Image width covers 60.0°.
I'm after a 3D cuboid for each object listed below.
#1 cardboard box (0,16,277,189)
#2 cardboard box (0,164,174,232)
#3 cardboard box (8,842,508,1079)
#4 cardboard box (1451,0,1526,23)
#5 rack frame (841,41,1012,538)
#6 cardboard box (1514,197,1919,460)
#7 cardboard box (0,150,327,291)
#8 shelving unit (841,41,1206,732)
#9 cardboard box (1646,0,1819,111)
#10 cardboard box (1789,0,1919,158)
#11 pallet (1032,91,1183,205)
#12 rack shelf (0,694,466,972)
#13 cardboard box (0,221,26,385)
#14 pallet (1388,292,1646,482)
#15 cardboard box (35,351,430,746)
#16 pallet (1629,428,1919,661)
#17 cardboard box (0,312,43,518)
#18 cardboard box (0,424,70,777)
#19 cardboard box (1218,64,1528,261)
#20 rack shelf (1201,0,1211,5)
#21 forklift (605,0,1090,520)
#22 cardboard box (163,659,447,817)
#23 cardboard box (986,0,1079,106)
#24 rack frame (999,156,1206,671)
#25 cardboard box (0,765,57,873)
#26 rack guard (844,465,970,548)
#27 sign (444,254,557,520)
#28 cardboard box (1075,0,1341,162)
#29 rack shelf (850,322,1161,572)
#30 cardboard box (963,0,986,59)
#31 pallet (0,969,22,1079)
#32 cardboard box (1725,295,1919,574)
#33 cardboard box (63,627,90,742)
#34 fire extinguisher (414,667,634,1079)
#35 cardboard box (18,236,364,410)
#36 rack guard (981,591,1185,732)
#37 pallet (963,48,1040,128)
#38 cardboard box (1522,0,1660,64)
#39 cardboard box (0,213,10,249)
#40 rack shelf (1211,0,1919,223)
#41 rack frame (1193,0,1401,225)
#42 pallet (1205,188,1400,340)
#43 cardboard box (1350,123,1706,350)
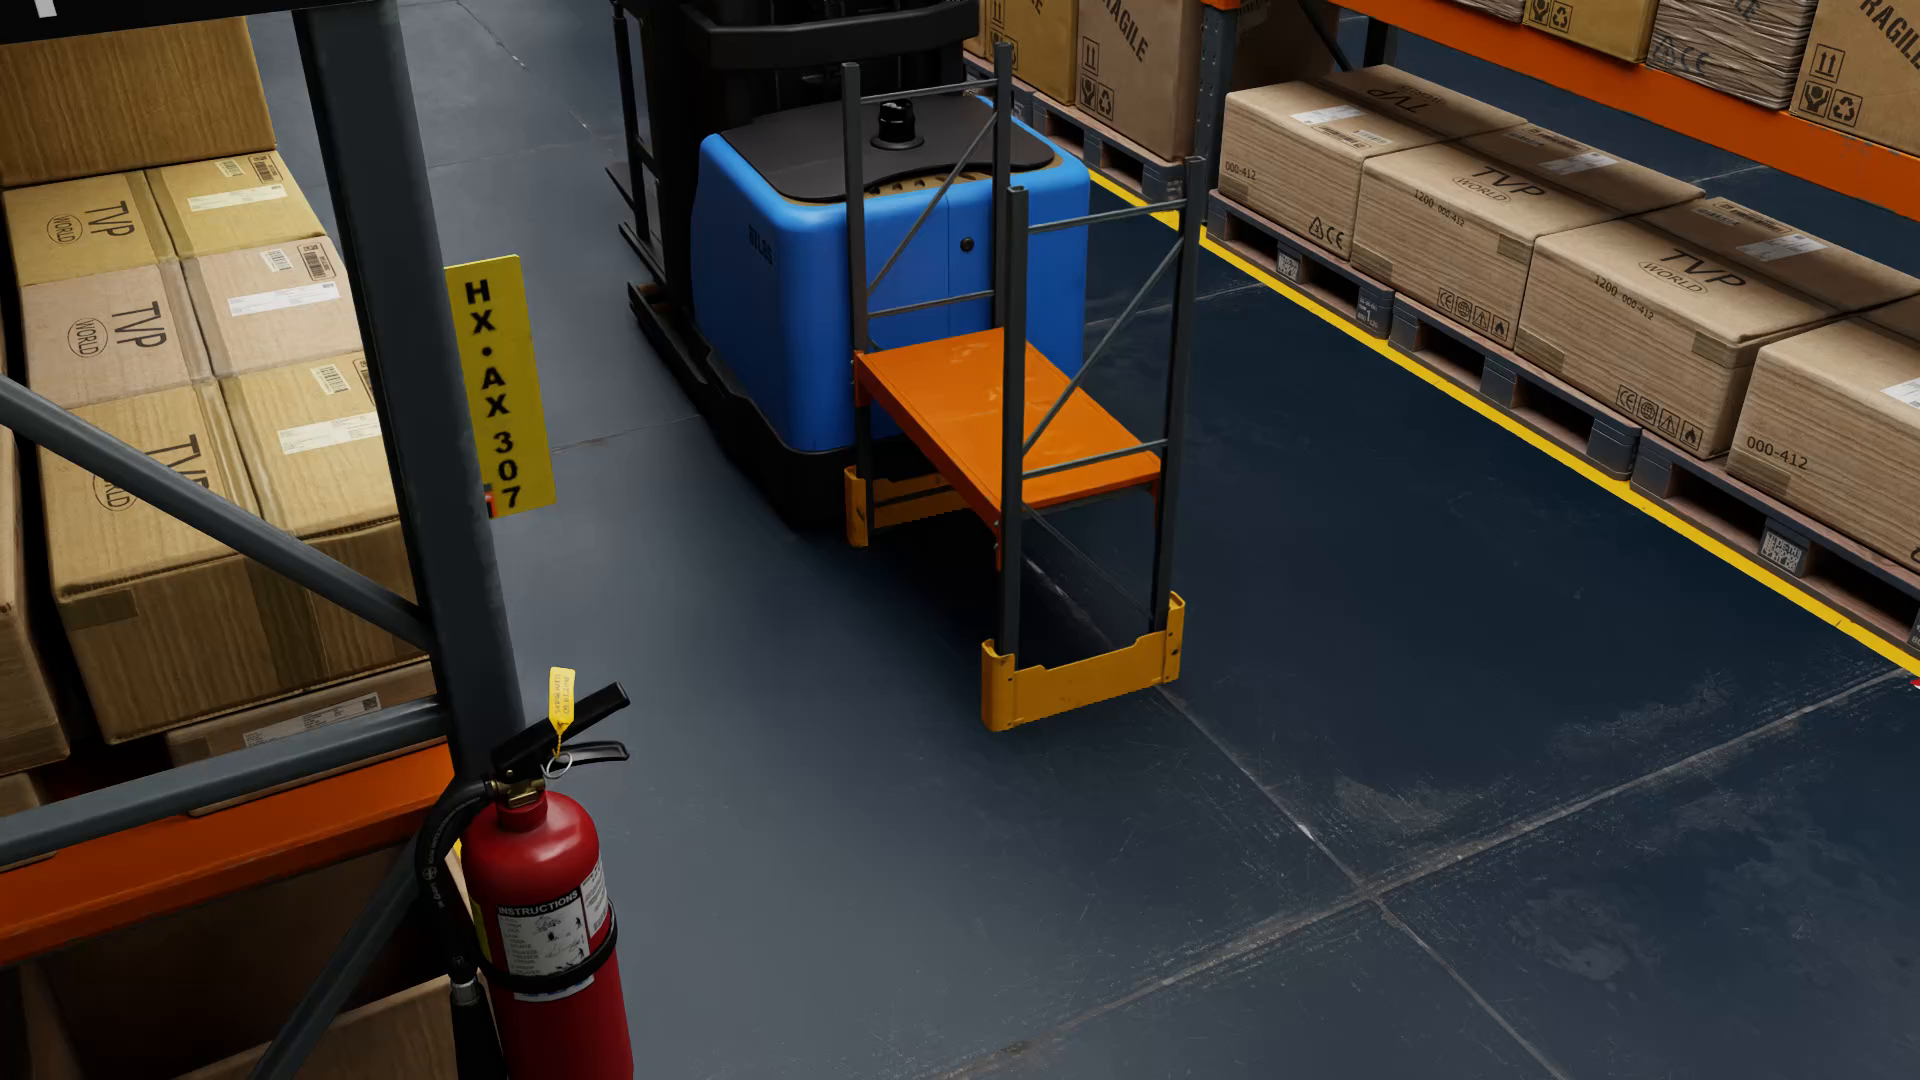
[{"bbox_3d":[-1.692,-1.048,3.273,0.500,0.500,0.500,-15,36,-22],"label":"cardboard box"},{"bbox_3d":[-1.724,-0.737,3.482,0.500,0.250,0.500,-17,36,-24],"label":"cardboard box"},{"bbox_3d":[-1.221,0.889,3.007,0.797,0.503,0.637,-17,37,-25],"label":"cardboard box"},{"bbox_3d":[1.950,-2.101,5.656,0.500,0.500,0.500,-16,36,-23],"label":"cardboard box"},{"bbox_3d":[-0.087,-0.697,4.948,0.500,1.500,0.032,-14,35,-20],"label":"rack frame"},{"bbox_3d":[2.540,-0.743,5.614,0.875,0.438,0.875,-15,36,-22],"label":"cardboard box"},{"bbox_3d":[-1.467,-0.498,3.110,0.500,0.250,0.500,-17,36,-24],"label":"cardboard box"},{"bbox_3d":[0.128,-0.443,4.552,0.587,1.500,1.083,-14,35,-20],"label":"shelving unit"},{"bbox_3d":[2.442,-1.612,4.893,0.500,0.500,0.500,-15,36,-22],"label":"cardboard box"},{"bbox_3d":[2.690,-1.369,4.514,0.500,0.500,0.500,-17,36,-24],"label":"cardboard box"},{"bbox_3d":[1.079,-2.004,8.183,1.003,0.211,1.213,-16,36,-23],"label":"pallet"},{"bbox_3d":[-1.952,-0.321,3.638,1.077,0.370,4.000,-16,36,-23],"label":"rack shelf"},{"bbox_3d":[-1.935,-0.369,2.908,0.500,0.250,0.500,-15,35,-22],"label":"cardboard box"},{"bbox_3d":[2.363,-0.689,6.130,1.003,0.211,1.213,-16,36,-23],"label":"pallet"},{"bbox_3d":[-0.992,-0.016,2.358,0.500,0.250,0.500,-16,36,-23],"label":"cardboard box"},{"bbox_3d":[2.928,-0.108,5.223,1.003,0.211,1.213,-16,36,-23],"label":"pallet"},{"bbox_3d":[-1.708,-0.131,2.537,0.500,0.250,0.500,-16,36,-23],"label":"cardboard box"},{"bbox_3d":[-1.468,0.115,2.153,0.500,0.250,0.500,-15,36,-22],"label":"cardboard box"},{"bbox_3d":[1.703,-1.600,6.953,0.875,0.438,0.875,-16,36,-24],"label":"cardboard box"},{"bbox_3d":[0.573,-3.481,8.569,1.077,0.370,4.000,-16,36,-23],"label":"rack shelf"},{"bbox_3d":[-0.657,-2.076,5.773,1.130,2.935,3.031,-14,35,-20],"label":"forklift"},{"bbox_3d":[-0.930,0.210,2.374,0.380,0.149,0.250,-16,36,-23],"label":"cardboard box"},{"bbox_3d":[0.717,-2.816,8.445,0.875,0.875,0.875,-15,36,-22],"label":"cardboard box"},{"bbox_3d":[0.335,-0.198,4.169,0.500,1.500,0.032,-14,35,-20],"label":"rack frame"},{"bbox_3d":[-1.411,0.345,2.163,0.380,0.149,0.250,-16,36,-24],"label":"cardboard box"},{"bbox_3d":[-0.079,-0.161,5.270,0.587,0.250,0.087,-14,35,-20],"label":"rack guard"},{"bbox_3d":[-0.539,-0.171,1.934,0.100,0.325,0.005,-16,36,-23],"label":"sign"},{"bbox_3d":[1.145,-2.387,7.775,0.875,0.875,0.875,-15,35,-22],"label":"cardboard box"},{"bbox_3d":[0.124,-0.296,4.656,0.538,0.185,1.000,-14,35,-20],"label":"rack shelf"},{"bbox_3d":[0.301,-3.243,9.111,0.875,0.875,0.875,-15,36,-23],"label":"cardboard box"},{"bbox_3d":[-1.427,1.088,3.356,1.003,0.211,1.213,-16,36,-23],"label":"pallet"},{"bbox_3d":[2.974,-0.308,4.936,0.875,0.438,0.875,-17,36,-25],"label":"cardboard box"},{"bbox_3d":[-1.475,0.209,2.377,0.380,0.149,0.250,-15,35,-22],"label":"cardboard box"},{"bbox_3d":[-0.542,0.474,2.147,0.296,0.674,0.183,-16,36,-23],"label":"fire extinguisher"},{"bbox_3d":[-1.228,-0.257,2.733,0.500,0.250,0.500,-15,36,-23],"label":"cardboard box"},{"bbox_3d":[0.335,0.327,4.508,0.587,0.250,0.087,-14,35,-20],"label":"rack guard"},{"bbox_3d":[0.506,-2.587,9.092,1.003,0.211,1.213,-16,36,-23],"label":"pallet"},{"bbox_3d":[2.190,-1.855,5.273,0.500,0.500,0.500,-15,35,-22],"label":"cardboard box"},{"bbox_3d":[-2.178,-0.618,3.298,0.500,0.250,0.500,-16,36,-23],"label":"cardboard box"},{"bbox_3d":[2.438,-1.572,5.589,1.077,0.370,4.000,-16,36,-23],"label":"rack shelf"},{"bbox_3d":[1.505,-2.829,6.885,1.000,3.000,0.127,-16,36,-23],"label":"rack frame"},{"bbox_3d":[1.791,-1.272,7.040,1.003,0.211,1.213,-16,36,-23],"label":"pallet"},{"bbox_3d":[2.121,-1.173,6.287,0.875,0.438,0.875,-17,36,-24],"label":"cardboard box"}]
